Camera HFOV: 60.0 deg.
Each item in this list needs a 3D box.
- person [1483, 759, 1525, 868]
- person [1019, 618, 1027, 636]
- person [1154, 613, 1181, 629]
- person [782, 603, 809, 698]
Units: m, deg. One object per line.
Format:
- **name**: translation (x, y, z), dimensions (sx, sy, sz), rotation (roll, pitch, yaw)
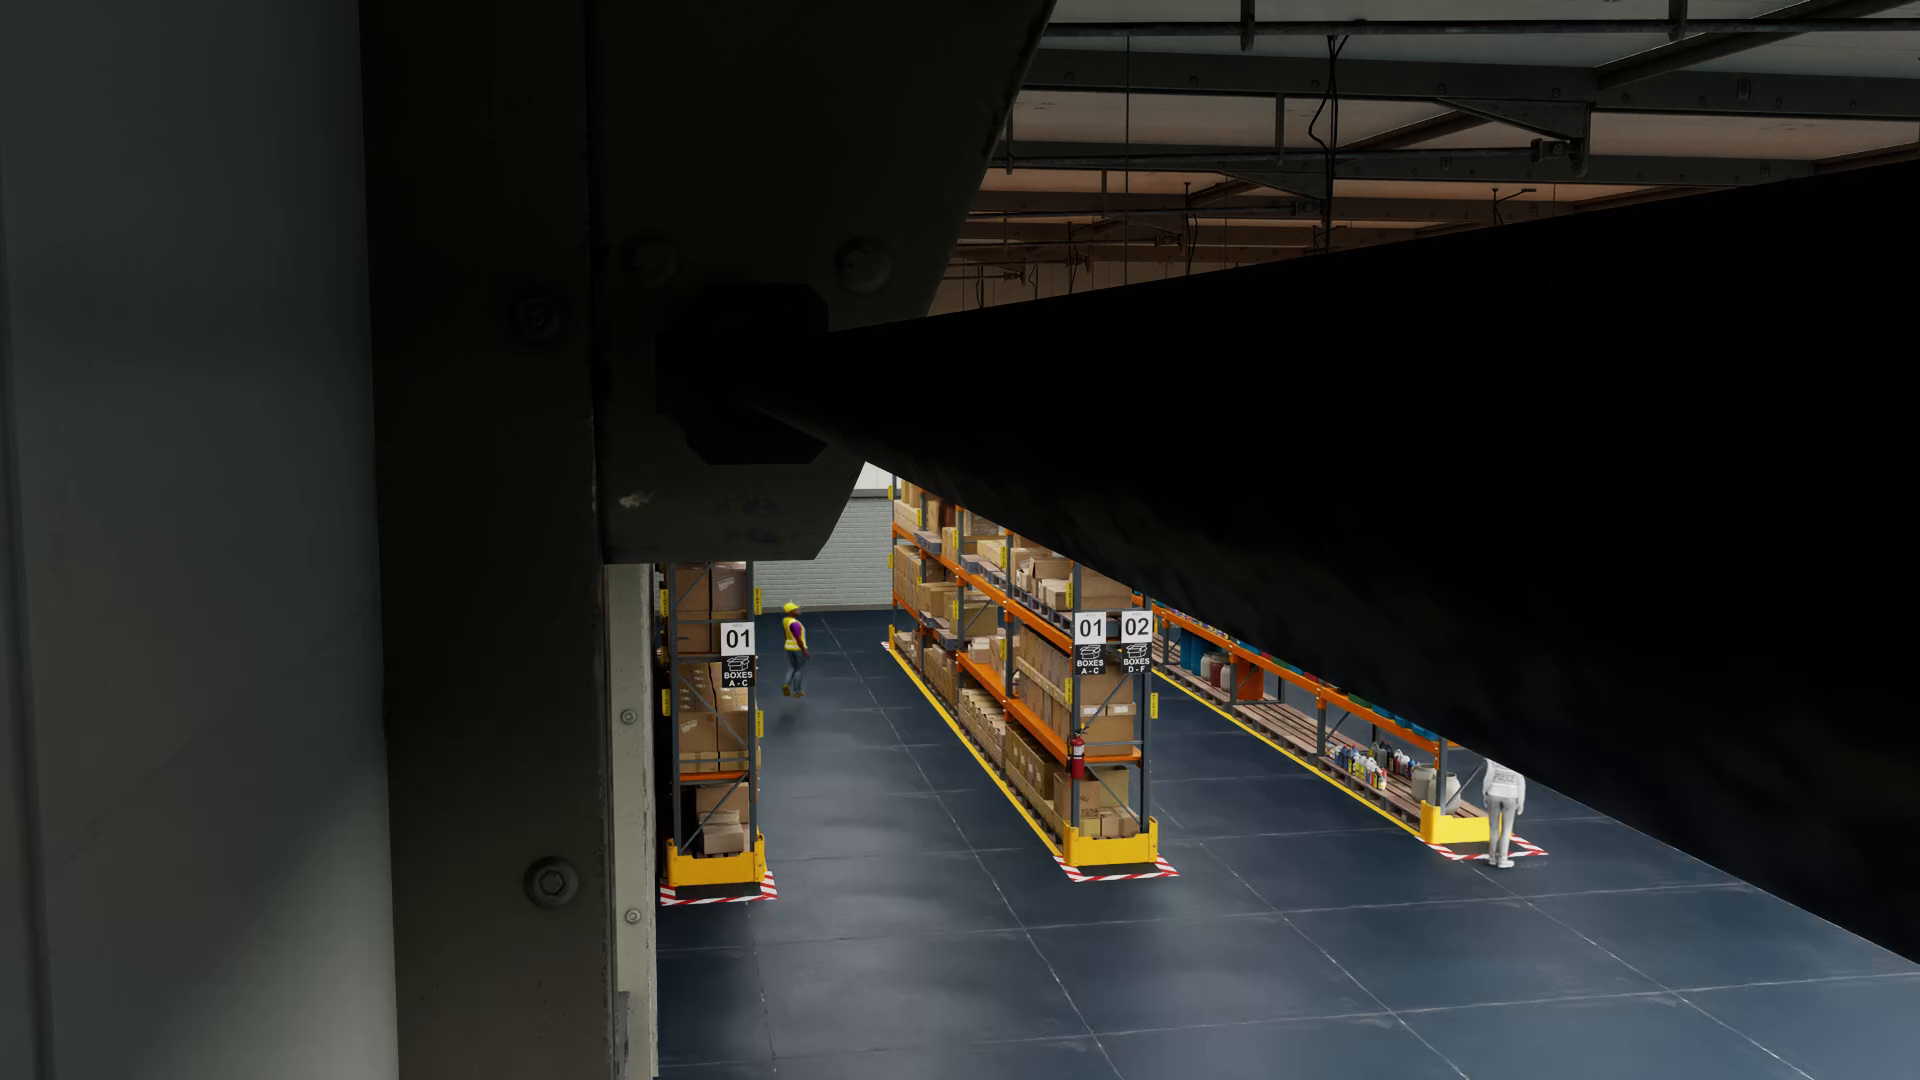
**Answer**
- **person**: translation (6.786, 3.248, 20.762), dimensions (0.501, 1.692, 0.350), rotation (3, 7, 23)
- **person**: translation (1.318, 1.725, 33.924), dimensions (0.360, 1.728, 0.510), rotation (0, 6, 2)
- **person**: translation (4.860, 1.217, 39.180), dimensions (0.651, 1.708, 1.053), rotation (-2, 7, -19)
- **person**: translation (-3.026, 2.017, 30.495), dimensions (0.593, 1.752, 0.488), rotation (4, 7, 34)
